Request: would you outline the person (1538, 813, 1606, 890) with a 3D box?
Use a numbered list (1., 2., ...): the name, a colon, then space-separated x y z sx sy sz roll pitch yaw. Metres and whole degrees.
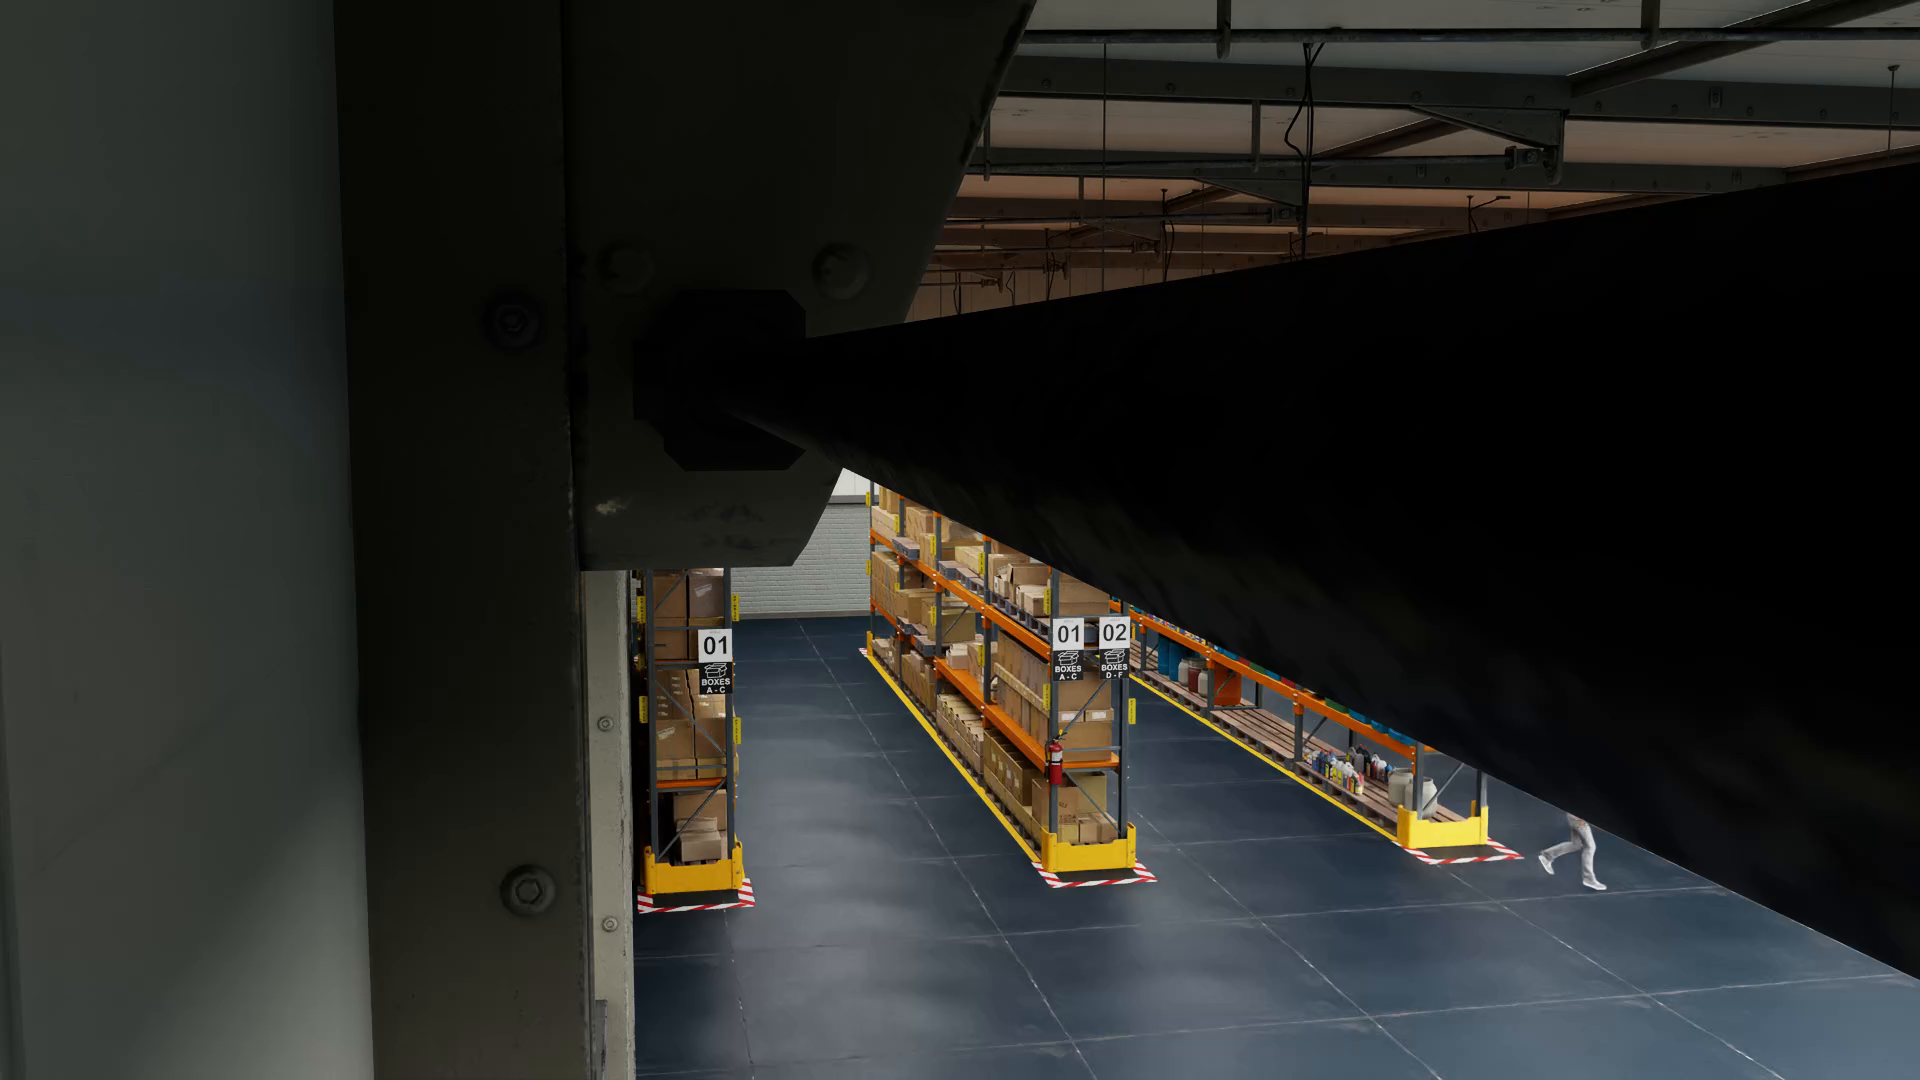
1. person: 7.478 3.414 20.249 0.805 1.600 0.541 3 7 29
